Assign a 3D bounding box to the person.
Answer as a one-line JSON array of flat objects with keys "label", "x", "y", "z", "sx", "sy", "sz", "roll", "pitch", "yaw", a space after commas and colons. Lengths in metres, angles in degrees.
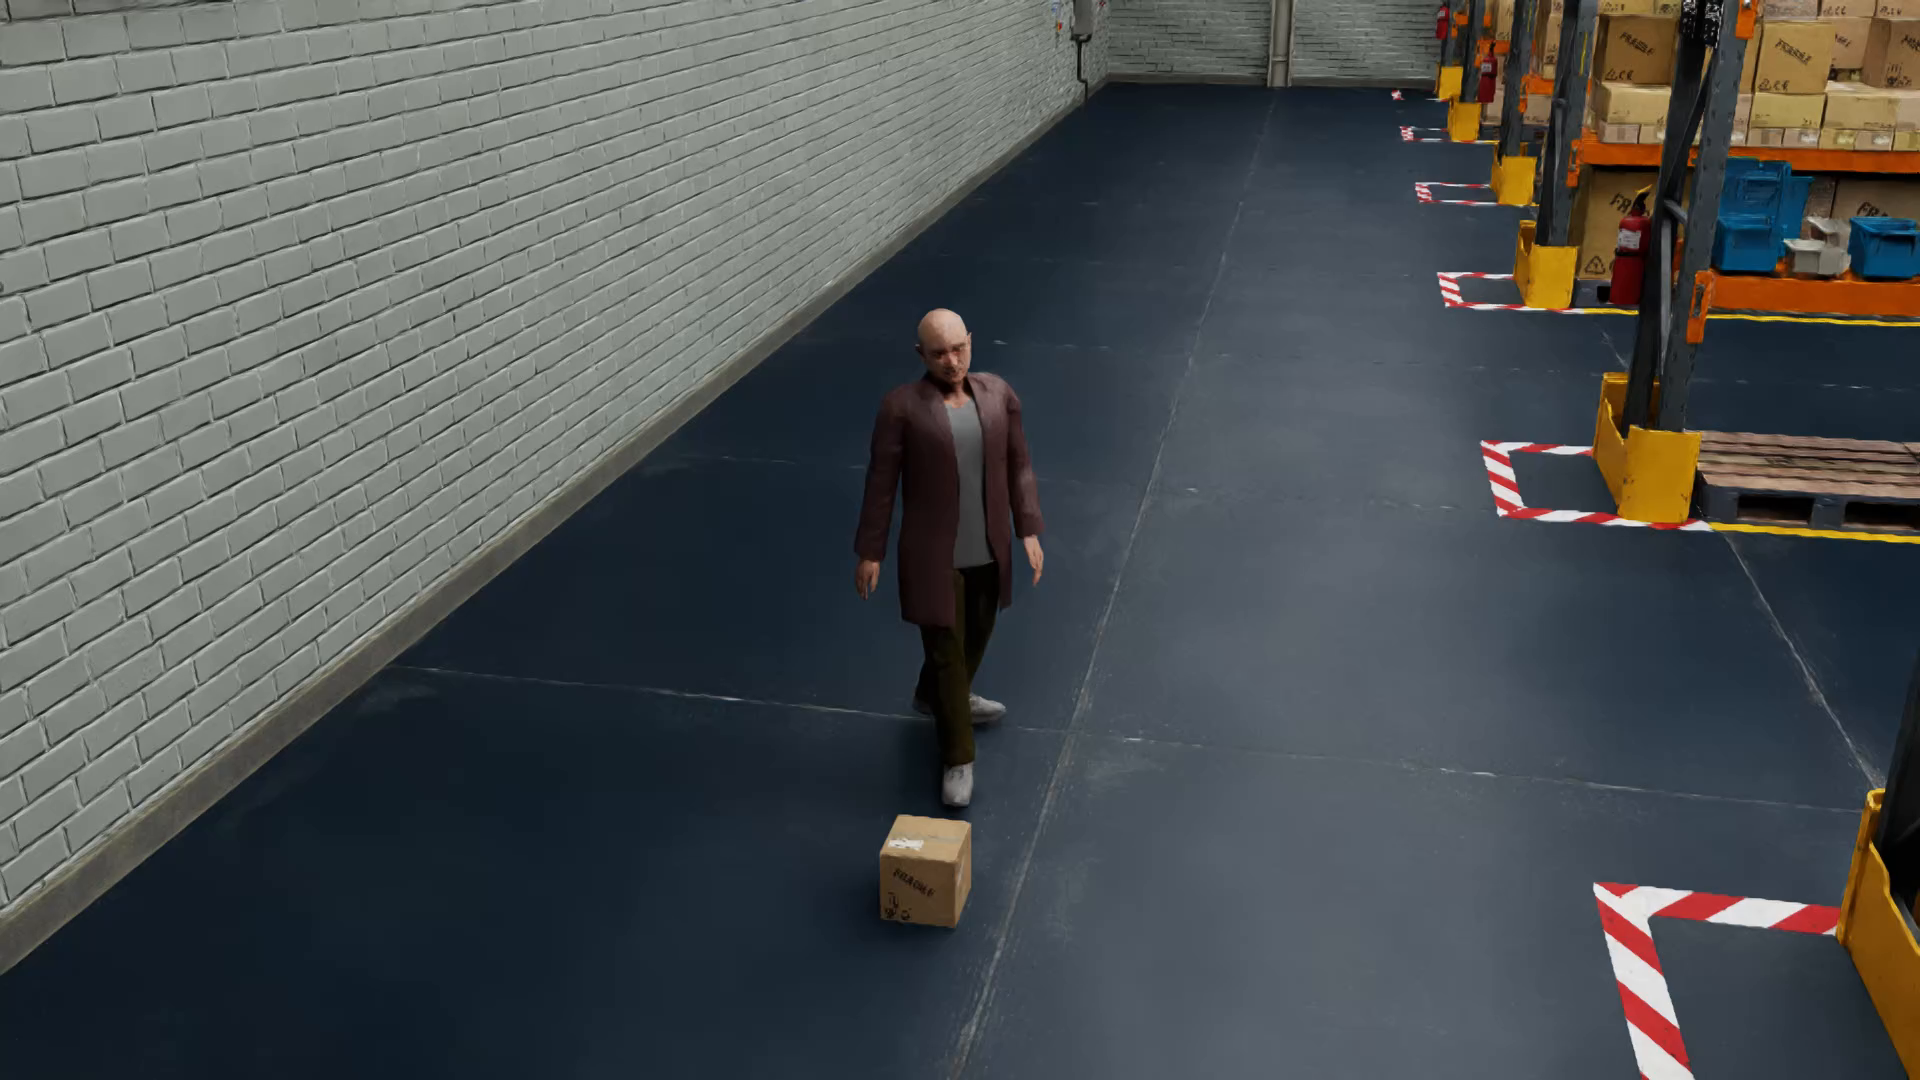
[{"label": "person", "x": -0.048, "y": 0.022, "z": 6.052, "sx": 0.683, "sy": 1.773, "sz": 0.730, "roll": -10, "pitch": 23, "yaw": -25}]
